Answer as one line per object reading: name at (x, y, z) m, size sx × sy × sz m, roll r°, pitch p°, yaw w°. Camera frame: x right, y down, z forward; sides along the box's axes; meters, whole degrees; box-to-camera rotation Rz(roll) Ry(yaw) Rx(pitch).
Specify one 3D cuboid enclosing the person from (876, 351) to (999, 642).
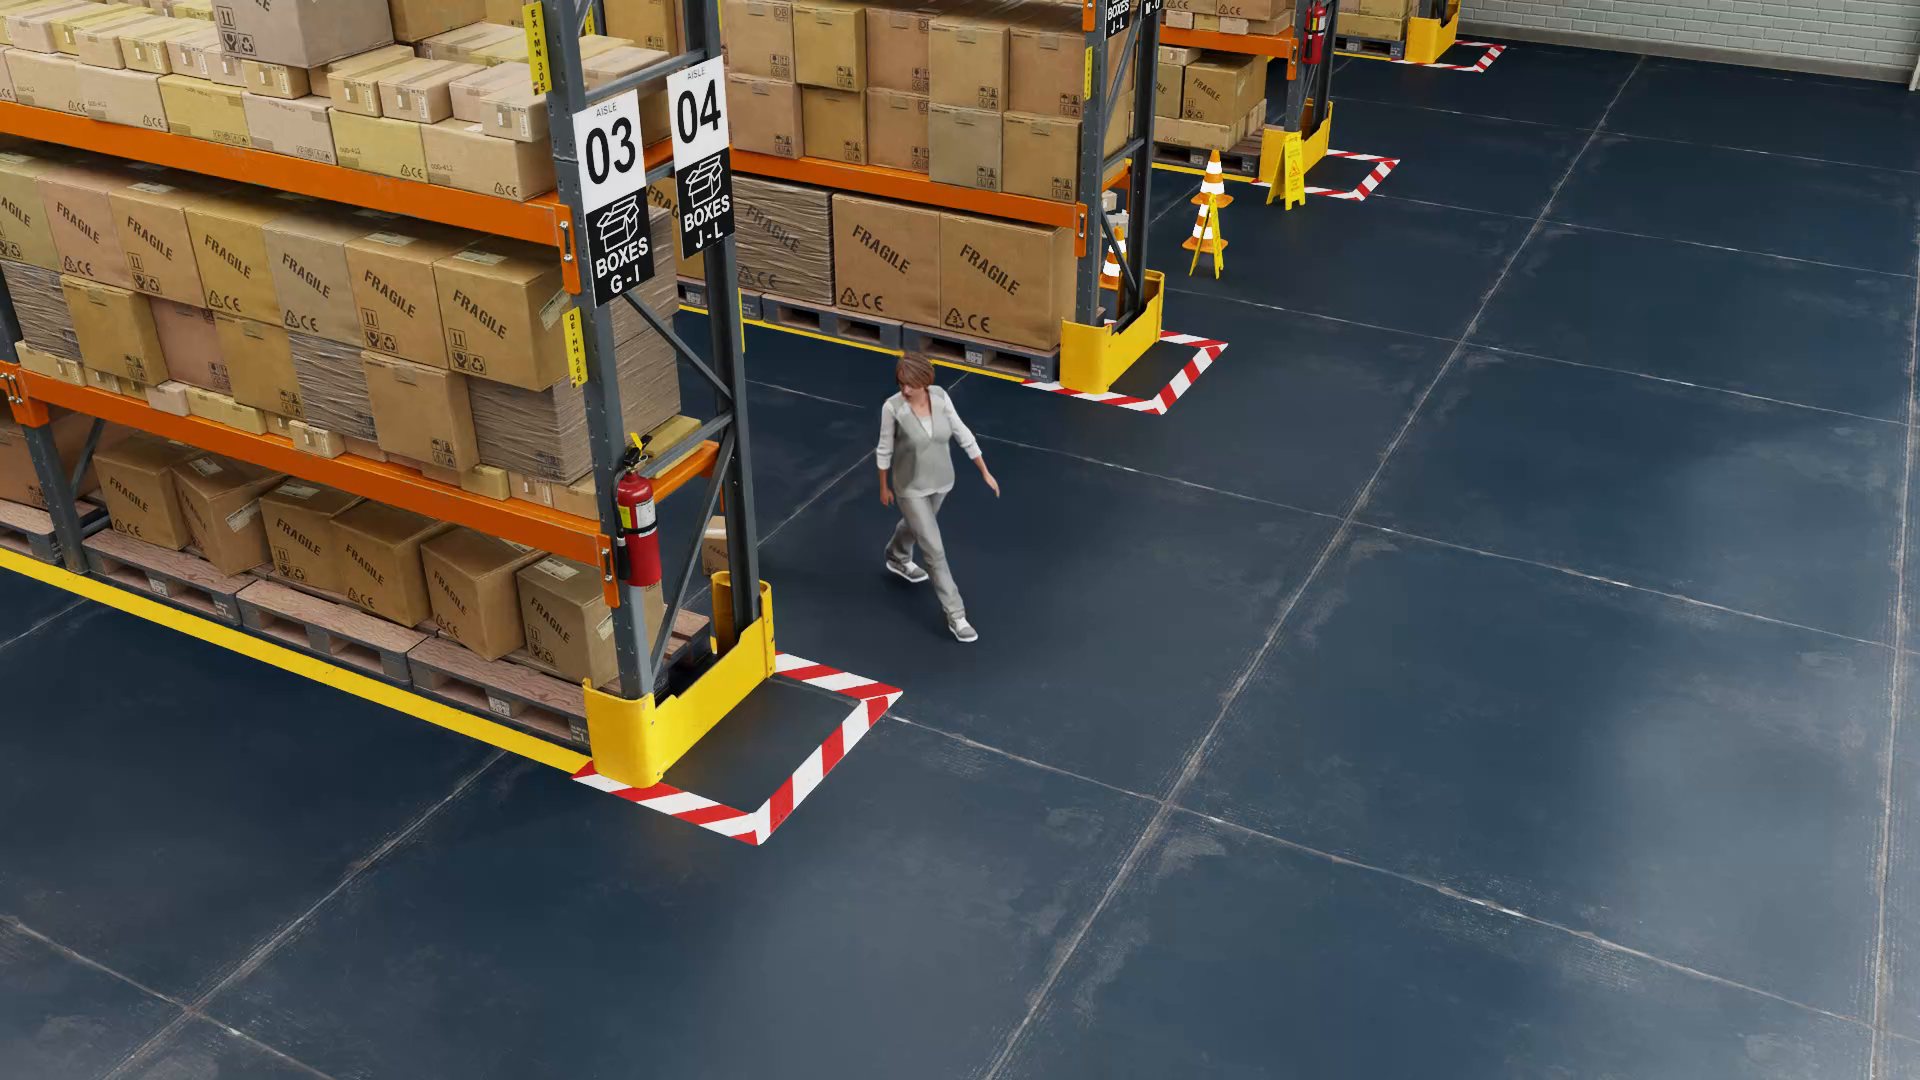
person at (-0.138, -0.276, 8.792) m, size 0.524 × 1.490 × 0.925 m, roll -20°, pitch 36°, yaw -31°
